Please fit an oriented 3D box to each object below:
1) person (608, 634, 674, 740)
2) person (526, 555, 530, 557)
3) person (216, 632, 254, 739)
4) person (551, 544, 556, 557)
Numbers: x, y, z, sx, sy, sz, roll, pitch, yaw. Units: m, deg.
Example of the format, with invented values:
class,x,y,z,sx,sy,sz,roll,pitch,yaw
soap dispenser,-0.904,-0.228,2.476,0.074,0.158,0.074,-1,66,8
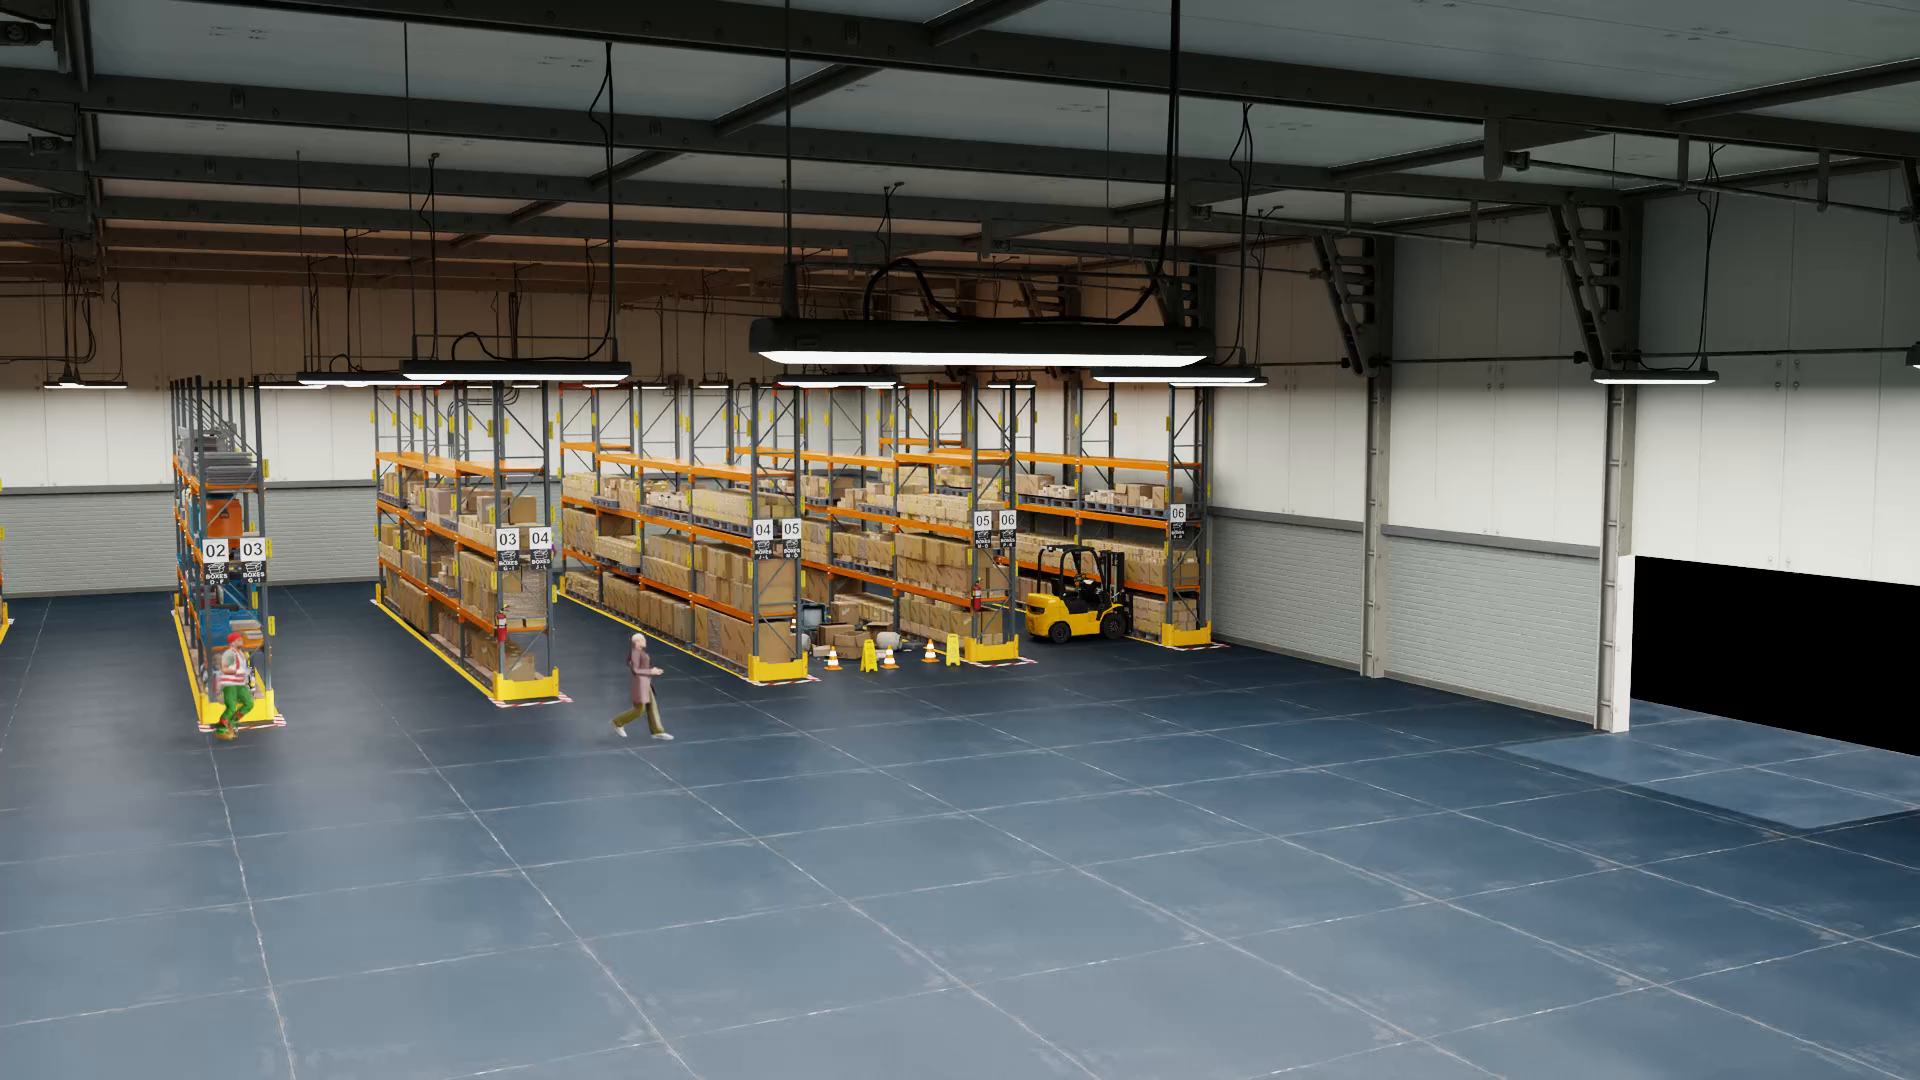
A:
class,x,y,z,sx,sy,sz,roll,pitch,yaw
person,-5.222,2.404,27.163,1.047,1.768,0.708,0,5,-1
person,-11.504,0.925,45.001,0.610,1.627,0.657,-2,5,-19
person,-11.947,2.402,27.523,0.641,1.753,0.663,1,5,7
person,-12.226,0.597,48.237,0.917,1.696,0.822,-2,5,-22
